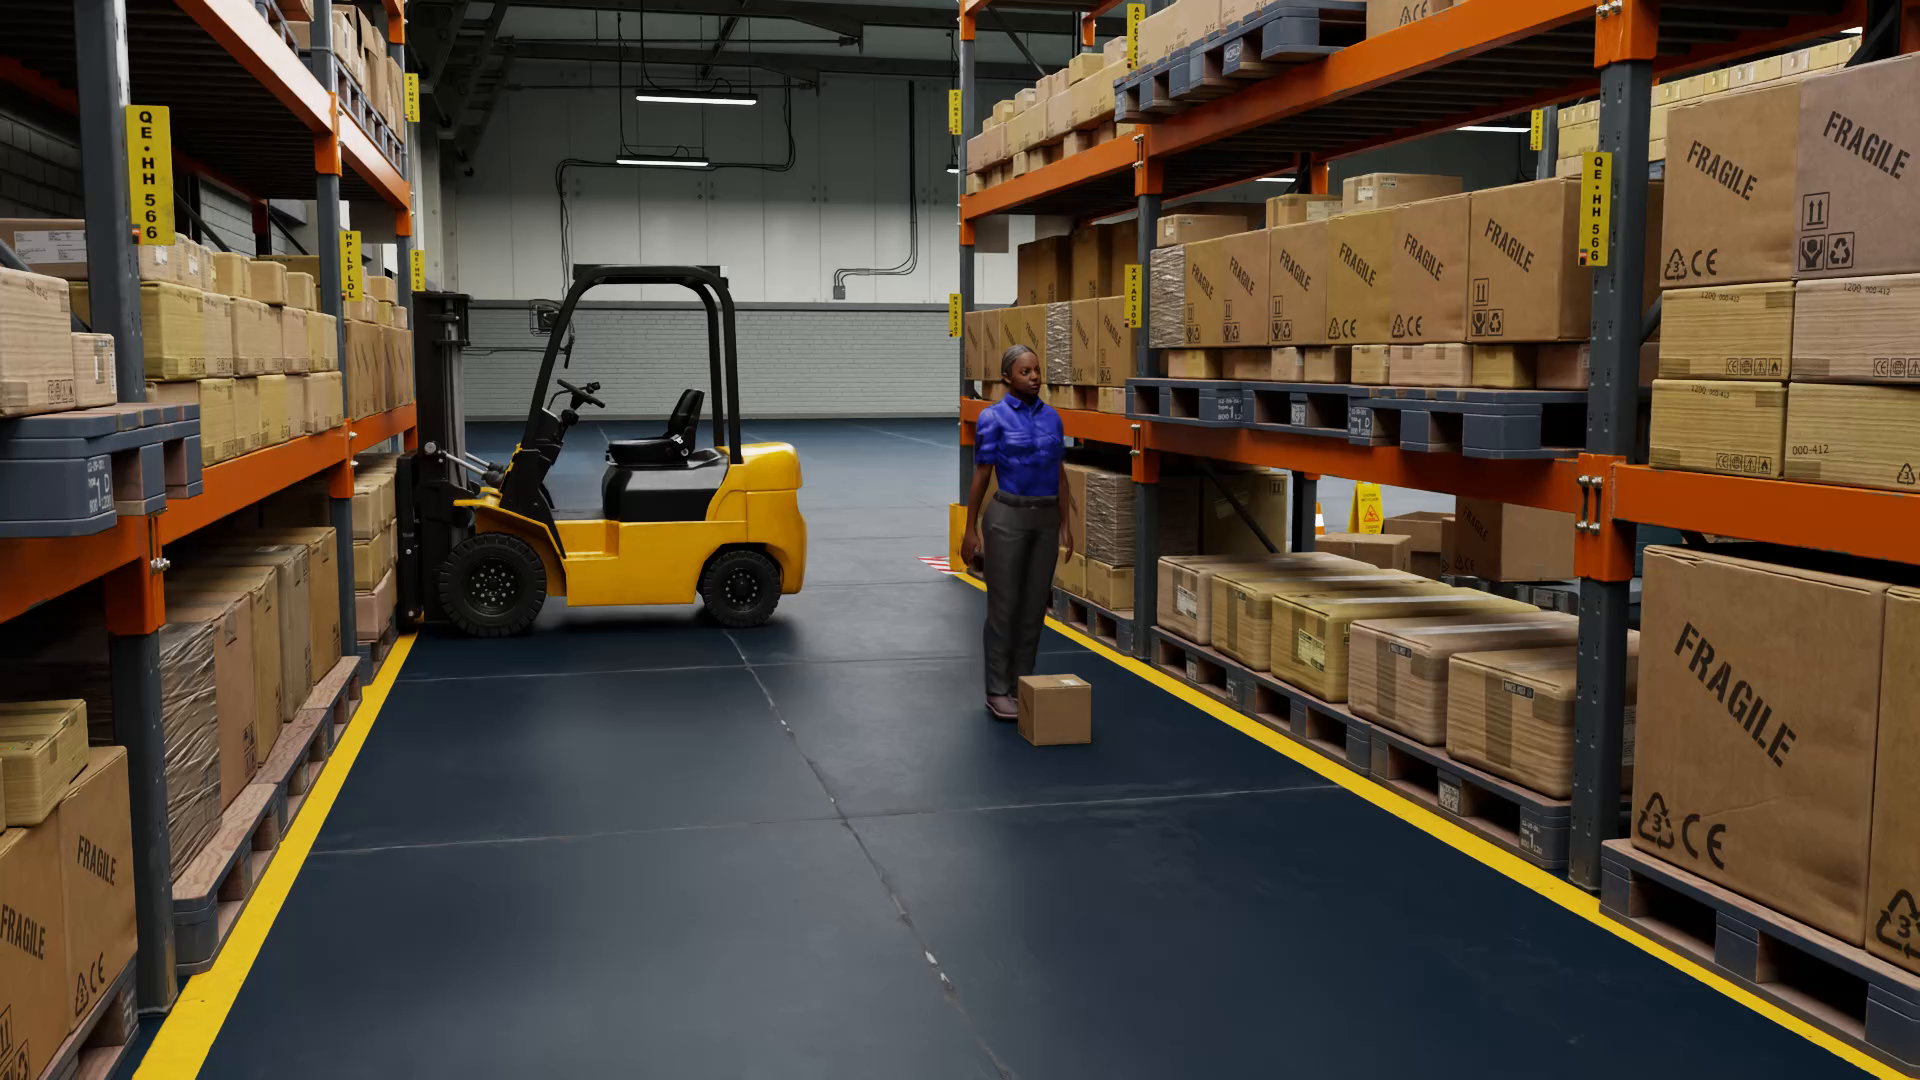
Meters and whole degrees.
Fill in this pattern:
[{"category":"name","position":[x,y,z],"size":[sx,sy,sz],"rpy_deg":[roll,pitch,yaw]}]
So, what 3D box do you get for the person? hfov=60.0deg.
[{"category":"person","position":[0.272,-0.045,7.491],"size":[0.505,1.659,0.371],"rpy_deg":[-4,7,-32]}]
